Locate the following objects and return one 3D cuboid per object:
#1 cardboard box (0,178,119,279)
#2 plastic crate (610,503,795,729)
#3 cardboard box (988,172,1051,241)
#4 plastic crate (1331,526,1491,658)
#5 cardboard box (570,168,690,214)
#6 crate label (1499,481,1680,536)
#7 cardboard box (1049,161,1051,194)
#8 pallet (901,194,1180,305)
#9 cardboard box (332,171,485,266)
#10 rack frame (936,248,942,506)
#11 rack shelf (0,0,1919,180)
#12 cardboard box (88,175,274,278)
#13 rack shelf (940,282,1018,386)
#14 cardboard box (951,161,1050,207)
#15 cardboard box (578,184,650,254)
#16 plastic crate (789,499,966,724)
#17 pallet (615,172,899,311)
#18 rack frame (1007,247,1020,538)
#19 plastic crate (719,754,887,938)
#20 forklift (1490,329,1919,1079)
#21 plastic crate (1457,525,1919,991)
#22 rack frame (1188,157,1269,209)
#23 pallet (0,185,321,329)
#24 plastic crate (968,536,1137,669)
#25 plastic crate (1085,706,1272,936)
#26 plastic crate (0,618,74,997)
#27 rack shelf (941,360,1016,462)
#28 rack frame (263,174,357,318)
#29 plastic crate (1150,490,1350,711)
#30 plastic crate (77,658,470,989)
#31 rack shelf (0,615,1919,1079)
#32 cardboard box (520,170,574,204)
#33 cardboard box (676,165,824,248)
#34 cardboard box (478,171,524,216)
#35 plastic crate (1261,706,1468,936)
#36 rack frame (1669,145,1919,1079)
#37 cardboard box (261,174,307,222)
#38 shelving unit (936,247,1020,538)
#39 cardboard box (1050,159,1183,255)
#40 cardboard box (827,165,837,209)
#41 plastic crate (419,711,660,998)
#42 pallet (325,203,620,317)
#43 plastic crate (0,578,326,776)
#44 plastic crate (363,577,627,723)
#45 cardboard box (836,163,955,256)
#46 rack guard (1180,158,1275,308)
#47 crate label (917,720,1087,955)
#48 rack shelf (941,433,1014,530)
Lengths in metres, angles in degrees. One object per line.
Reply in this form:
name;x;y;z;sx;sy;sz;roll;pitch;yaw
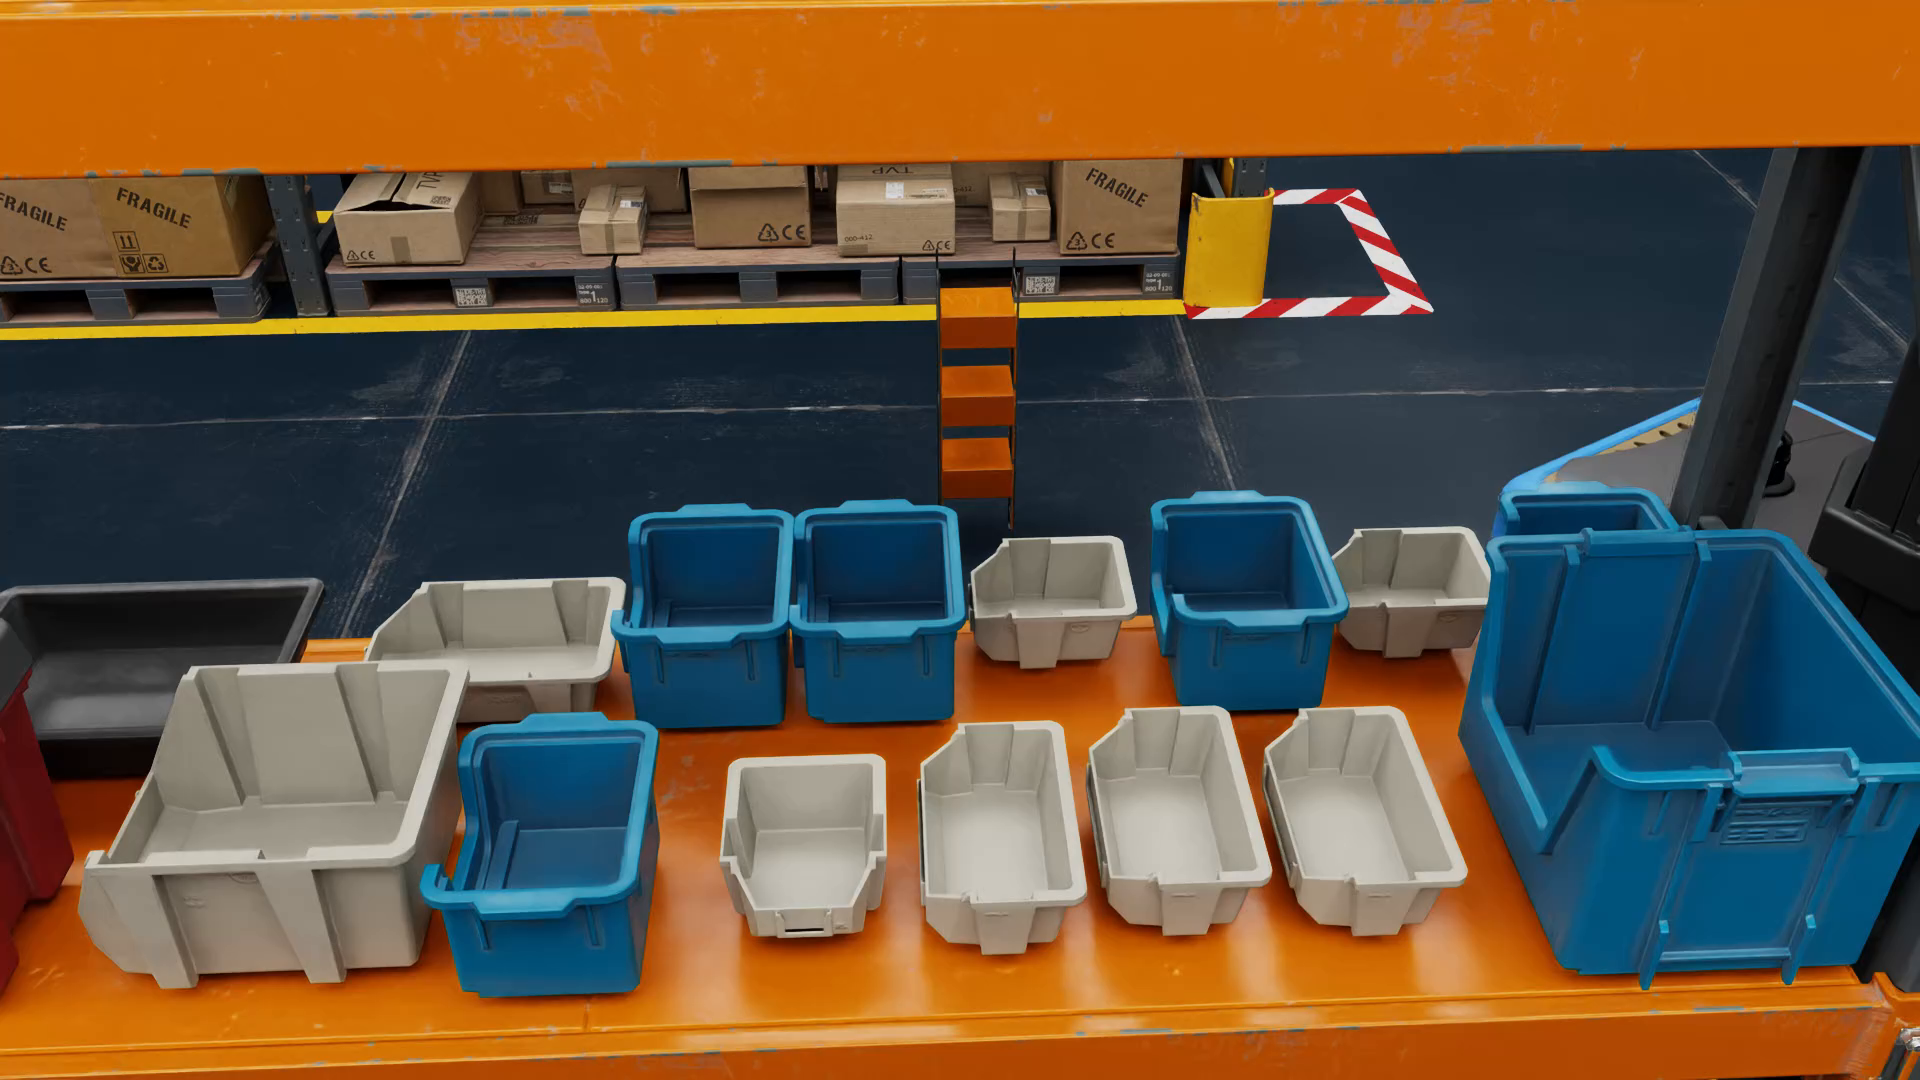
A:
cardboard box;-3.770;-1.437;7.000;0.500;0.500;0.500;-1;35;-2
plastic crate;-0.447;0.147;2.997;0.300;0.233;0.416;-2;35;-2
cardboard box;0.259;-1.478;7.353;0.250;0.166;0.380;-2;35;-2
plastic crate;0.844;0.104;3.142;0.298;0.136;0.250;-2;35;-2
cardboard box;-1.491;-1.741;7.605;0.500;0.311;0.500;-2;35;-2
crate label;1.168;0.103;3.060;0.303;0.233;0.416;-2;35;-2
cardboard box;0.515;-1.770;7.774;0.250;0.166;0.380;-2;35;-2
pallet;0.327;-1.406;7.596;1.213;0.211;1.003;-2;35;-2
cardboard box;-2.367;-1.432;7.160;0.500;0.311;0.500;-2;35;-2
rack frame;-0.068;-0.430;5.449;0.008;1.050;0.200;-2;35;-2
rack shelf;-0.568;-0.644;2.041;4.000;0.370;1.077;-2;35;-2
cardboard box;-3.276;-1.445;7.013;0.500;0.500;0.500;-2;35;-2
rack shelf;0.053;-0.658;5.298;0.240;0.259;0.215;-2;35;-2
cardboard box;0.143;-1.760;7.687;0.500;0.250;0.500;-2;35;-2
cardboard box;-1.503;-1.402;7.243;0.250;0.166;0.380;-2;35;-2
plastic crate;-0.147;0.139;3.008;0.300;0.233;0.416;-2;35;-2
pallet;-0.889;-1.374;7.551;1.213;0.211;1.003;-2;35;-2
rack frame;0.175;-0.436;5.458;0.008;1.050;0.200;-2;35;-2
plastic crate;-0.238;0.488;2.589;0.250;0.136;0.298;-2;35;-2
forklift;2.543;0.084;3.053;1.130;2.935;3.031;-21;40;-27
plastic crate;1.104;0.315;2.575;0.499;0.435;0.616;-2;35;-2
rack frame;1.199;-2.576;6.837;0.127;3.000;1.000;-2;35;-2
pallet;-3.607;-1.278;7.412;1.213;0.211;1.003;-2;35;-2
plastic crate;0.166;0.123;3.116;0.298;0.136;0.250;-2;35;-2
plastic crate;0.334;0.448;2.646;0.243;0.136;0.396;-2;35;-2
plastic crate;-1.662;0.415;2.406;0.583;0.464;0.402;-2;35;-2
rack shelf;0.053;-0.424;5.459;0.240;0.259;0.215;-2;35;-2
rack frame;-2.796;-2.469;6.681;0.127;3.000;1.000;-2;35;-2
plastic crate;0.510;0.121;3.034;0.300;0.233;0.416;-2;35;-2
plastic crate;-1.031;0.435;2.537;0.530;0.282;0.437;-2;35;-2
rack shelf;-0.568;0.589;2.895;4.000;0.370;1.077;-2;35;-2
cardboard box;-1.869;-1.698;7.686;0.250;0.149;0.380;-2;35;-2
cardboard box;-0.920;-1.677;7.344;0.637;0.503;0.797;-2;35;-2
cardboard box;-2.241;-1.798;7.522;0.500;0.500;0.500;-2;35;-2
plastic crate;0.624;0.448;2.646;0.243;0.136;0.396;-2;35;-2
rack frame;1.430;0.239;2.768;0.127;3.000;1.000;-2;35;-2
cardboard box;-3.291;-1.747;7.449;0.500;0.500;0.500;-3;35;-4
shelving unit;0.053;-0.433;5.453;0.252;1.050;0.215;-2;35;-2
cardboard box;0.668;-1.575;7.200;0.500;0.500;0.500;-2;35;-2
cardboard box;-0.356;-1.746;7.667;0.500;0.250;0.500;-2;35;-2
plastic crate;-0.609;0.485;2.508;0.300;0.233;0.416;-2;35;-2
pallet;-2.110;-1.340;7.501;1.213;0.211;1.003;-2;35;-2
plastic crate;-1.460;0.253;2.938;0.590;0.125;0.437;-2;35;-2
plastic crate;-0.840;0.213;2.985;0.466;0.136;0.293;-2;35;-2
cardboard box;-0.283;-1.463;7.258;0.500;0.250;0.500;-2;35;-2
rack guard;1.123;-1.546;7.545;0.348;0.500;1.175;-2;35;-2
crate label;0.057;0.469;2.615;0.243;0.136;0.396;-2;35;-2
rack shelf;0.053;-0.196;5.618;0.240;0.259;0.215;-2;35;-2
